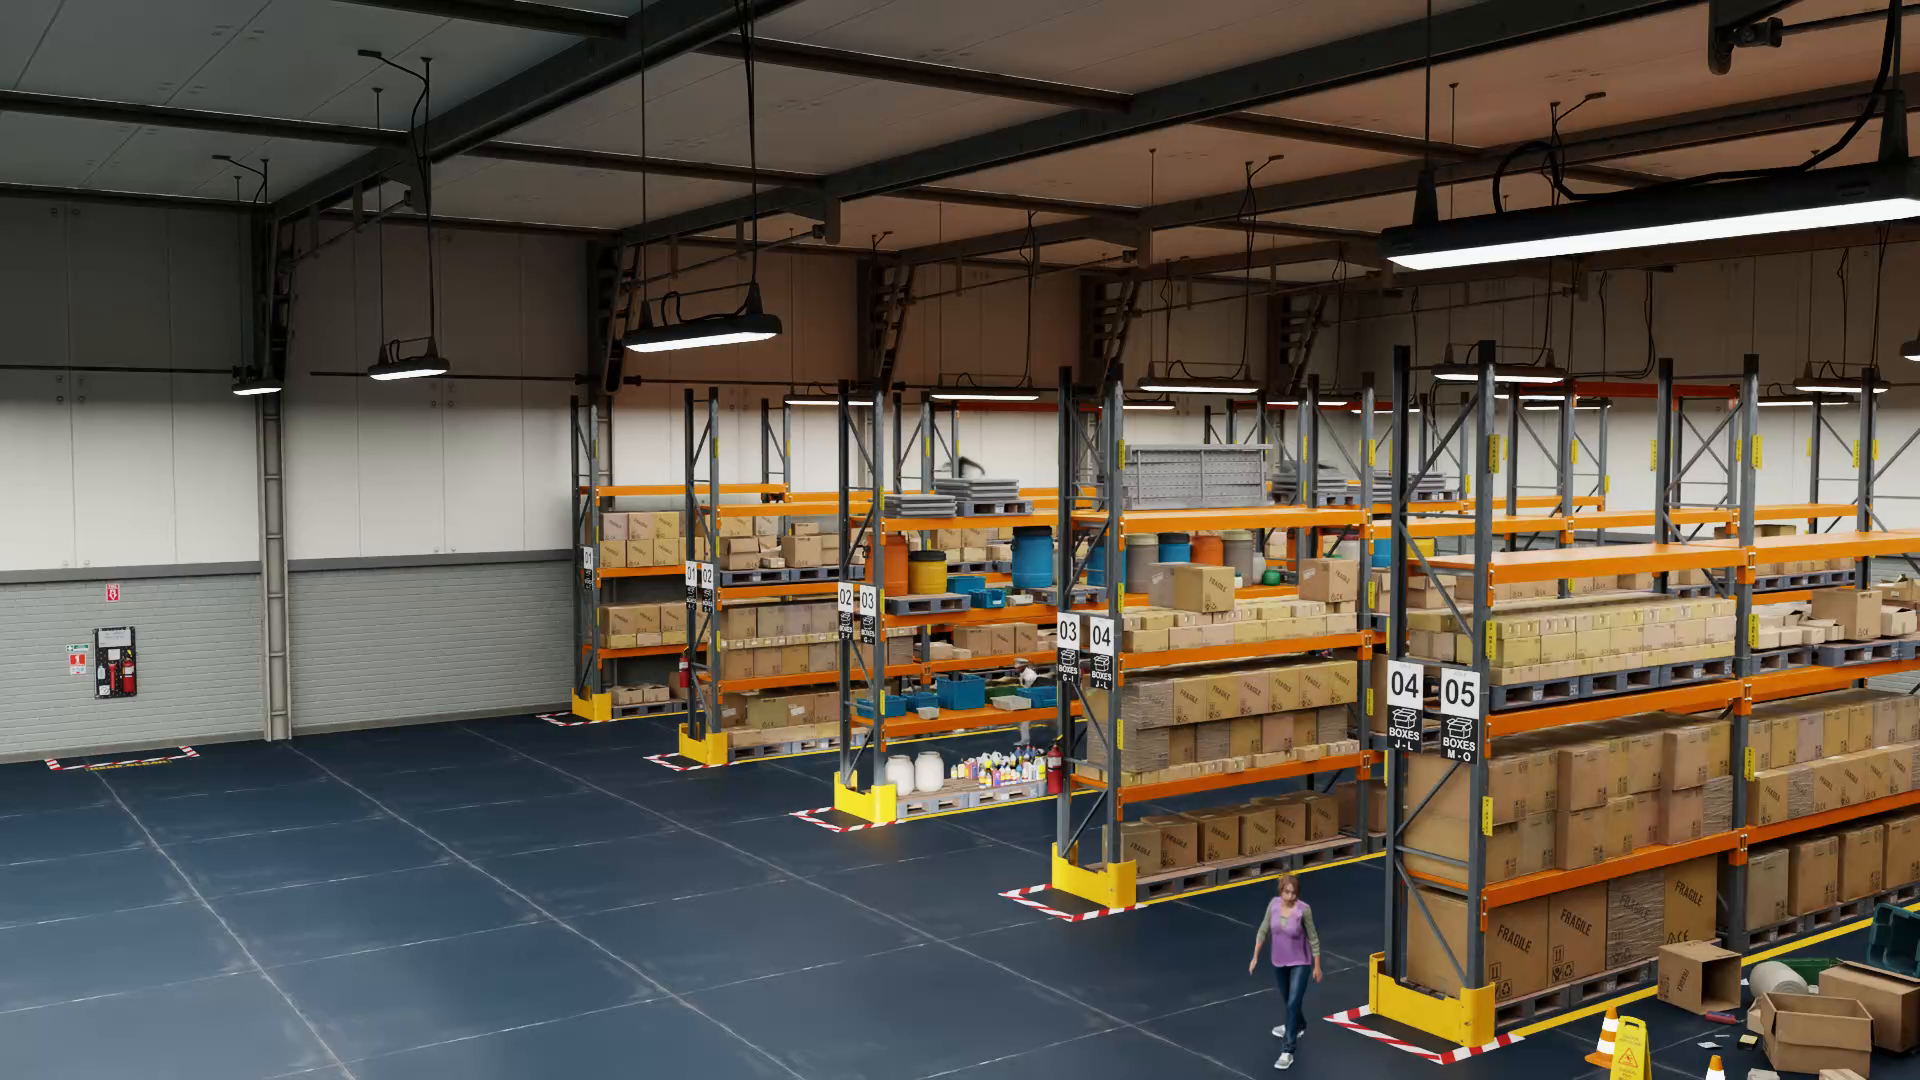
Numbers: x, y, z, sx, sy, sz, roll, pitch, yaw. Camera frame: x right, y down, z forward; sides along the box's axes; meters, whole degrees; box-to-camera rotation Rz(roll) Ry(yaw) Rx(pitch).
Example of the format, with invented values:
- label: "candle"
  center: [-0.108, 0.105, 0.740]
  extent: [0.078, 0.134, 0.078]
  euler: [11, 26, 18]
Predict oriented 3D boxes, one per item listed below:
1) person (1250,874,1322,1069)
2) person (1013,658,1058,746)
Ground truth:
- label: "person"
  center: [2.749, 3.547, 13.958]
  extent: [0.545, 1.544, 0.845]
  euler: [3, 4, 38]
- label: "person"
  center: [1.367, 2.717, 28.033]
  extent: [1.047, 1.494, 0.580]
  euler: [-2, 4, -26]
